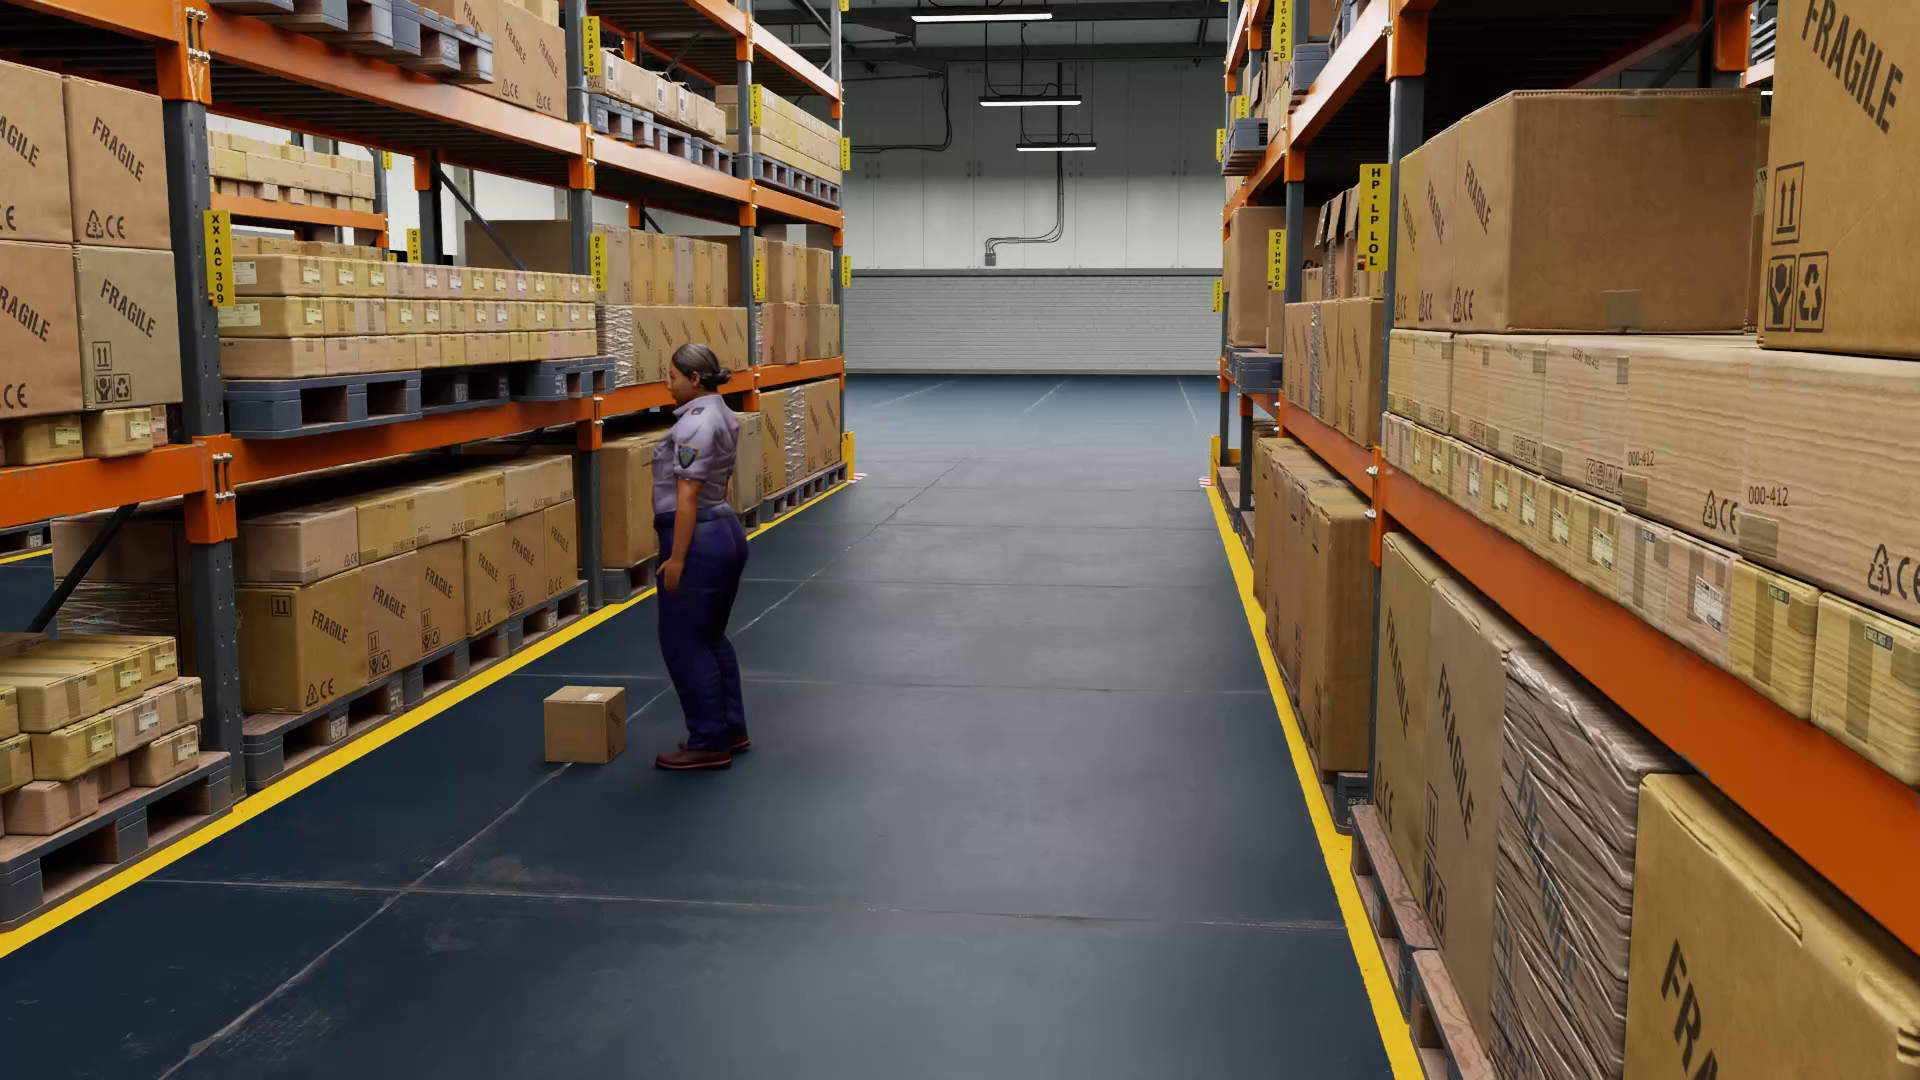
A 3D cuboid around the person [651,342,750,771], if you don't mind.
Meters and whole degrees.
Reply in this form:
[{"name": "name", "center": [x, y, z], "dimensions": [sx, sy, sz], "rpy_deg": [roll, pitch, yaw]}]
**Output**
[{"name": "person", "center": [-1.019, 0.071, 6.458], "dimensions": [0.341, 1.641, 0.470], "rpy_deg": [1, 8, 7]}]
